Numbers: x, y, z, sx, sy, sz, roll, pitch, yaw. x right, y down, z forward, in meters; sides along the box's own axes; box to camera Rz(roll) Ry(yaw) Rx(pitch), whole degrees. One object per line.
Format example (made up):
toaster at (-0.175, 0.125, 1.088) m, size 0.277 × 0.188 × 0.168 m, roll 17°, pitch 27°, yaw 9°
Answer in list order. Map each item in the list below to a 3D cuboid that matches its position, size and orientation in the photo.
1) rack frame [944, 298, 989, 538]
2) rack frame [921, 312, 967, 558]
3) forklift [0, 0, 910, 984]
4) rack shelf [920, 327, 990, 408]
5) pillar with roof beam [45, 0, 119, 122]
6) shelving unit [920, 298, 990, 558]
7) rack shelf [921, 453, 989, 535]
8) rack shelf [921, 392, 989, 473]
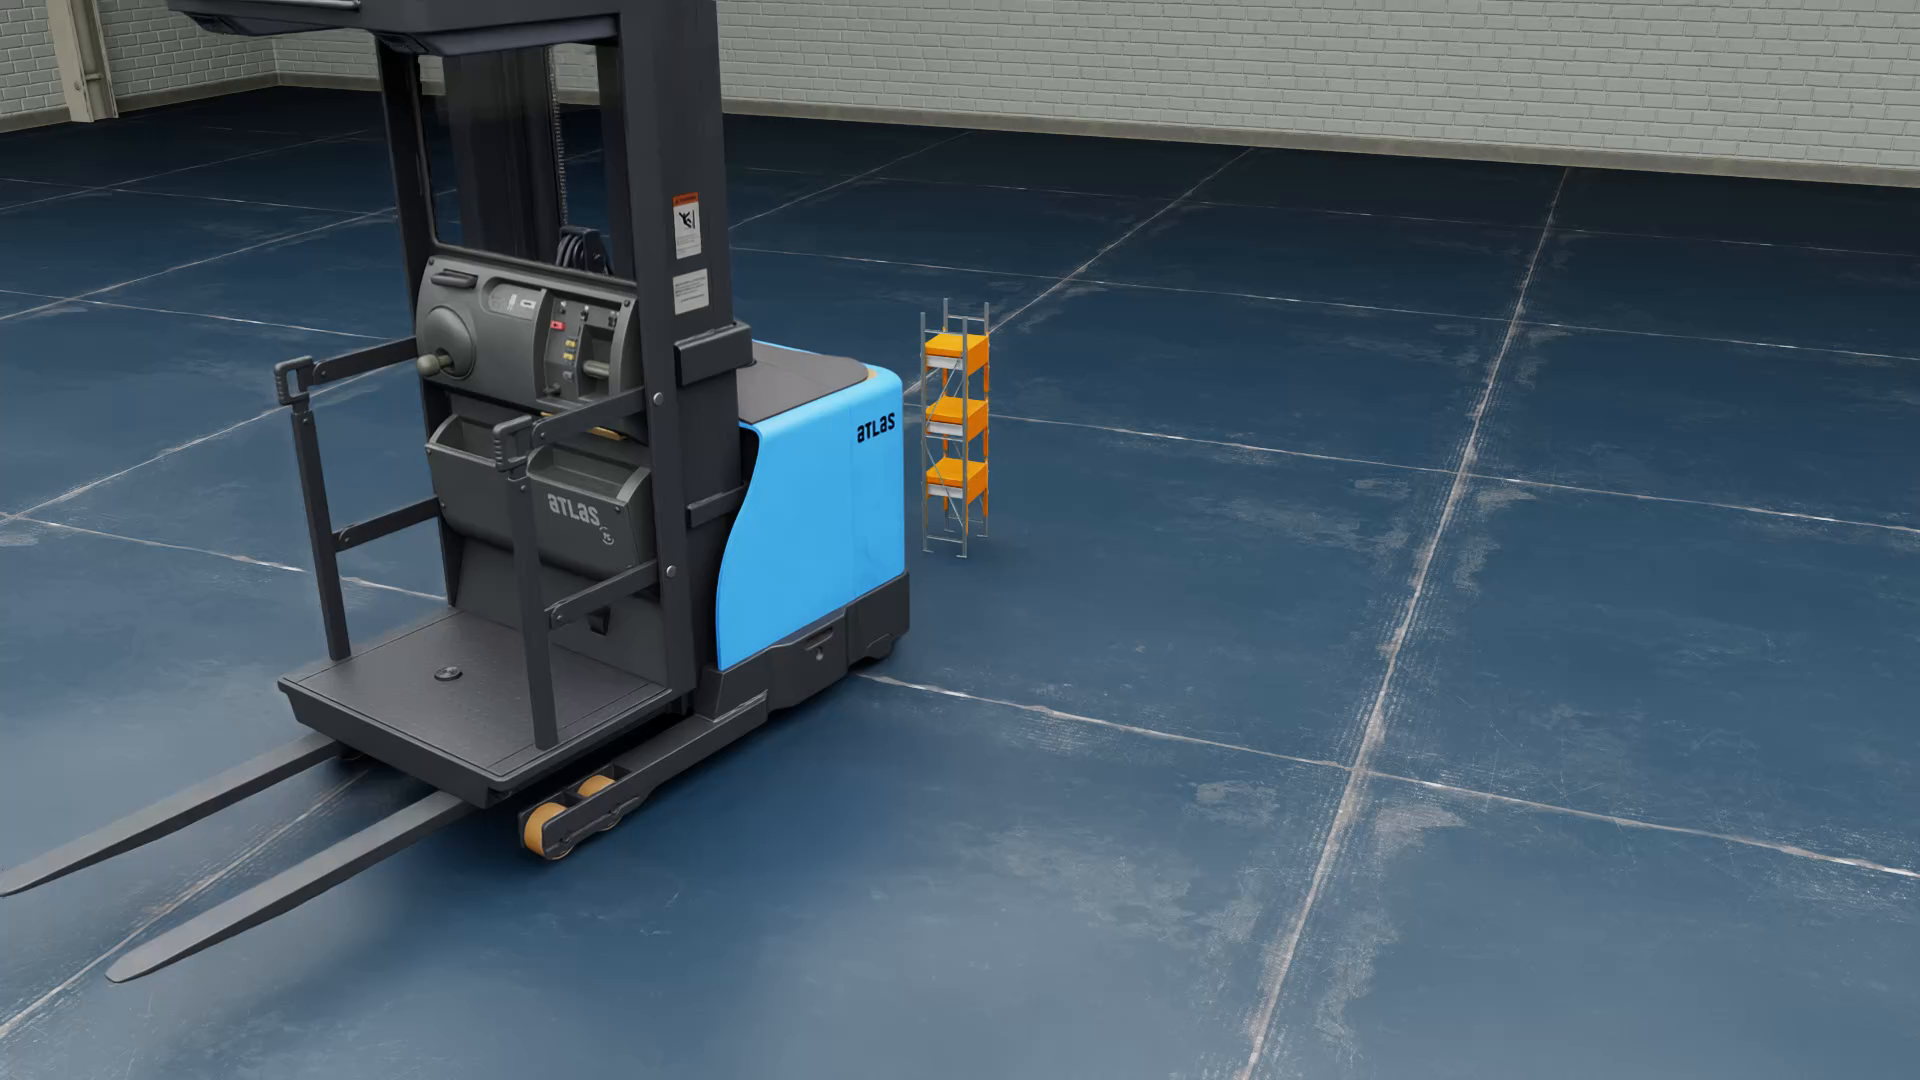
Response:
rack frame at (0.025, -0.509, 7.106) m, size 0.200 × 1.050 × 0.008 m, roll 9°, pitch 24°, yaw 20°
rack frame at (-0.065, -0.422, 6.897) m, size 0.200 × 1.050 × 0.008 m, roll 9°, pitch 24°, yaw 20°
forklift at (-1.456, -0.610, 4.909) m, size 1.130 × 2.935 × 3.031 m, roll 15°, pitch 27°, yaw 33°
rack shelf at (-0.020, -0.717, 6.897) m, size 0.215 × 0.259 × 0.240 m, roll 9°, pitch 24°, yaw 20°
pillar with roof beam at (-5.585, -8.197, 15.198) m, size 9.100 × 9.000 × 0.400 m, roll 9°, pitch 24°, yaw 20°
shelving unit at (-0.020, -0.465, 7.002) m, size 0.215 × 1.050 × 0.252 m, roll 9°, pitch 24°, yaw 20°
rack shelf at (-0.020, -0.199, 7.113) m, size 0.215 × 0.259 × 0.240 m, roll 9°, pitch 24°, yaw 20°
rack shelf at (-0.020, -0.456, 7.006) m, size 0.215 × 0.259 × 0.240 m, roll 9°, pitch 24°, yaw 20°
